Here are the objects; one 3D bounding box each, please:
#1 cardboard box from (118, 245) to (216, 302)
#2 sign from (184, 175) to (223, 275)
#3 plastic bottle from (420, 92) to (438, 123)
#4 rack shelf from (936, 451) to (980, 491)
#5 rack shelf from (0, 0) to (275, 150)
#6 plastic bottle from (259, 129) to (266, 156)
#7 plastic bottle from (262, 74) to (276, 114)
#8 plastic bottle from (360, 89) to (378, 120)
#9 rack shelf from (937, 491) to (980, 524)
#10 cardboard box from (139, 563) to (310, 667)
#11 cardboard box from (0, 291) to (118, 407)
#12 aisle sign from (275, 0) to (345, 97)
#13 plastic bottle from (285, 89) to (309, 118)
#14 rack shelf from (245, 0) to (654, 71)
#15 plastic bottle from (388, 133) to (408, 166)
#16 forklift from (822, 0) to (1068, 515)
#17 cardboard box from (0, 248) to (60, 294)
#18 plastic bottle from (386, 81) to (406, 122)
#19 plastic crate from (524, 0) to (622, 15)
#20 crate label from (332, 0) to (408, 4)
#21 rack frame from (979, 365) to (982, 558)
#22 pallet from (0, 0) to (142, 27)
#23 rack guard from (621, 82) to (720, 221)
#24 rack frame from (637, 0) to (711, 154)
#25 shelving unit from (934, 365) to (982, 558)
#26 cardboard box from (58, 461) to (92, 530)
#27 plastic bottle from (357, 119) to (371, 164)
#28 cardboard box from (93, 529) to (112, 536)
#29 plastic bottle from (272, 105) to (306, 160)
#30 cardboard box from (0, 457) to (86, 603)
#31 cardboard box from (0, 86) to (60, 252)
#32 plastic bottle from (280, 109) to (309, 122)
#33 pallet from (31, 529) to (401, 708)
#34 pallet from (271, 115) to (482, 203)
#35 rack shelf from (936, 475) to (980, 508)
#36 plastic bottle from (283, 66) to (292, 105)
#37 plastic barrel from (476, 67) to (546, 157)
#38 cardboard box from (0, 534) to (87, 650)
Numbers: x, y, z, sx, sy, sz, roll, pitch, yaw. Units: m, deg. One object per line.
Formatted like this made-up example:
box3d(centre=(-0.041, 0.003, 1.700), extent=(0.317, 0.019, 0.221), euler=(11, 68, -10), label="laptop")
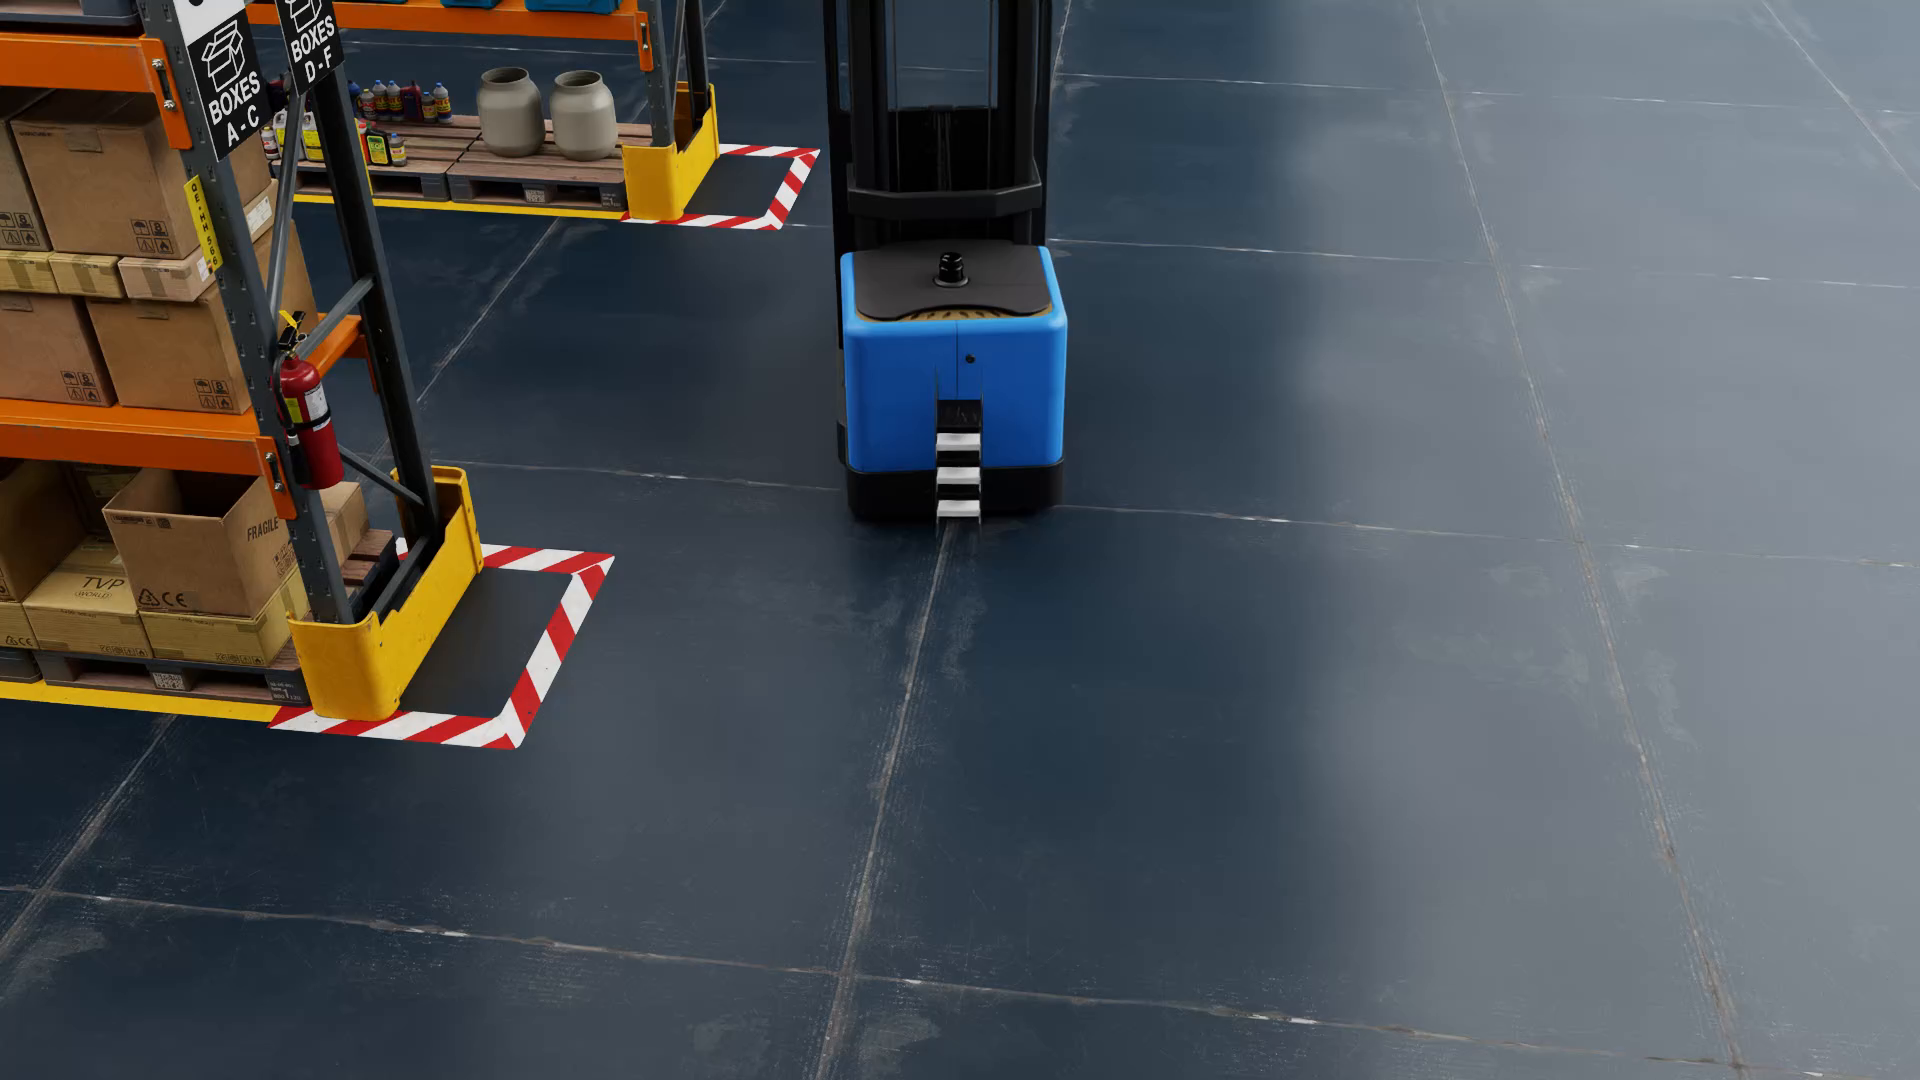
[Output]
box3d(centre=(-2.891, -1.038, 6.166), extent=(0.250, 0.149, 0.380), euler=(4, 36, 5), label="cardboard box")
box3d(centre=(-2.570, -1.071, 5.656), extent=(0.005, 0.325, 0.100), euler=(4, 36, 6), label="sign")
box3d(centre=(-3.714, -3.030, 11.632), extent=(0.097, 0.201, 0.097), euler=(0, 36, 0), label="plastic bottle")
box3d(centre=(-0.007, -0.325, 7.675), extent=(0.200, 0.077, 0.258), euler=(0, 36, 0), label="rack shelf")
box3d(centre=(-4.471, -1.891, 6.043), extent=(4.000, 0.370, 1.077), euler=(4, 36, 6), label="rack shelf")
box3d(centre=(-4.727, -2.689, 11.083), extent=(0.133, 0.283, 0.061), euler=(6, 36, 8), label="plastic bottle")
box3d(centre=(-4.955, -3.170, 11.699), extent=(0.185, 0.351, 0.144), euler=(3, 36, 4), label="plastic bottle")
box3d(centre=(-4.149, -3.063, 11.677), extent=(0.097, 0.201, 0.097), euler=(0, 36, 0), label="plastic bottle")
box3d(centre=(-0.007, -0.179, 7.780), extent=(0.200, 0.077, 0.258), euler=(0, 36, 0), label="rack shelf")
box3d(centre=(-3.057, 0.264, 6.991), extent=(0.500, 0.250, 0.500), euler=(4, 36, 6), label="cardboard box")
box3d(centre=(-3.470, -0.934, 6.578), extent=(0.500, 0.500, 0.700), euler=(5, 36, 7), label="cardboard box")
box3d(centre=(-2.383, -2.045, 5.983), extent=(0.004, 0.787, 0.394), euler=(4, 36, 6), label="aisle sign")
box3d(centre=(-4.622, -3.058, 11.599), extent=(0.133, 0.283, 0.061), euler=(4, 36, 6), label="plastic bottle")
box3d(centre=(-3.837, -3.524, 10.913), extent=(4.000, 0.370, 1.077), euler=(4, 36, 6), label="rack shelf")
box3d(centre=(-3.730, -2.592, 11.018), extent=(0.097, 0.201, 0.097), euler=(0, 36, 0), label="plastic bottle")
box3d(centre=(-0.125, -2.147, 8.423), extent=(1.130, 2.935, 3.031), euler=(-3, 36, -4), label="forklift")
box3d(centre=(-3.404, -1.076, 6.218), extent=(0.250, 0.149, 0.380), euler=(4, 36, 5), label="cardboard box")
box3d(centre=(-3.952, -3.076, 11.636), extent=(0.097, 0.271, 0.097), euler=(0, 36, 0), label="plastic bottle")
box3d(centre=(-2.387, -3.473, 10.350), extent=(0.616, 0.251, 0.499), euler=(4, 36, 6), label="plastic crate")
box3d(centre=(-3.713, -3.664, 10.458), extent=(0.616, 0.435, 0.502), euler=(4, 36, 6), label="crate label")
box3d(centre=(0.095, -0.352, 7.655), extent=(0.006, 0.900, 0.240), euler=(0, 36, 0), label="rack frame")
box3d(centre=(-3.186, -2.067, 5.746), extent=(1.213, 0.211, 1.003), euler=(4, 36, 6), label="pallet")
box3d(centre=(-1.934, -2.630, 11.192), extent=(0.348, 0.500, 1.175), euler=(4, 36, 6), label="rack guard")
box3d(centre=(-1.853, -3.669, 10.496), extent=(0.127, 3.000, 1.000), euler=(4, 36, 6), label="rack frame")
box3d(centre=(-0.007, -0.352, 7.656), extent=(0.210, 0.900, 0.258), euler=(0, 36, 0), label="shelving unit")
box3d(centre=(-3.985, -0.405, 7.284), extent=(0.500, 0.500, 0.500), euler=(4, 36, 6), label="cardboard box")
box3d(centre=(-3.977, -2.657, 11.044), extent=(0.135, 0.276, 0.152), euler=(5, 36, 6), label="plastic bottle")
box3d(centre=(-3.488, -0.070, 7.458), extent=(0.500, 0.250, 0.500), euler=(4, 36, 6), label="cardboard box")
box3d(centre=(-4.464, -2.721, 11.070), extent=(0.185, 0.351, 0.144), euler=(4, 36, 6), label="plastic bottle")
box3d(centre=(-4.051, -0.106, 6.864), extent=(0.500, 0.500, 0.500), euler=(4, 36, 6), label="cardboard box")
box3d(centre=(-3.524, -1.465, 6.206), extent=(0.500, 0.500, 0.700), euler=(3, 36, 5), label="cardboard box")
box3d(centre=(-4.470, -2.778, 11.214), extent=(0.135, 0.276, 0.152), euler=(4, 36, 6), label="plastic bottle")
box3d(centre=(-3.251, 0.287, 7.353), extent=(1.213, 0.211, 1.003), euler=(4, 36, 6), label="pallet")
box3d(centre=(-3.946, -2.667, 11.493), extent=(1.213, 0.211, 1.003), euler=(4, 36, 6), label="pallet")
box3d(centre=(-0.007, -0.252, 7.728), extent=(0.200, 0.077, 0.258), euler=(0, 36, 0), label="rack shelf")
box3d(centre=(-4.634, -3.146, 11.665), extent=(0.185, 0.351, 0.144), euler=(4, 36, 6), label="plastic bottle")
box3d(centre=(-3.013, -2.869, 11.155), extent=(0.421, 0.512, 0.421), euler=(0, 36, 0), label="plastic barrel")
box3d(centre=(-4.051, 0.198, 7.084), extent=(0.500, 0.250, 0.500), euler=(4, 36, 6), label="cardboard box")
